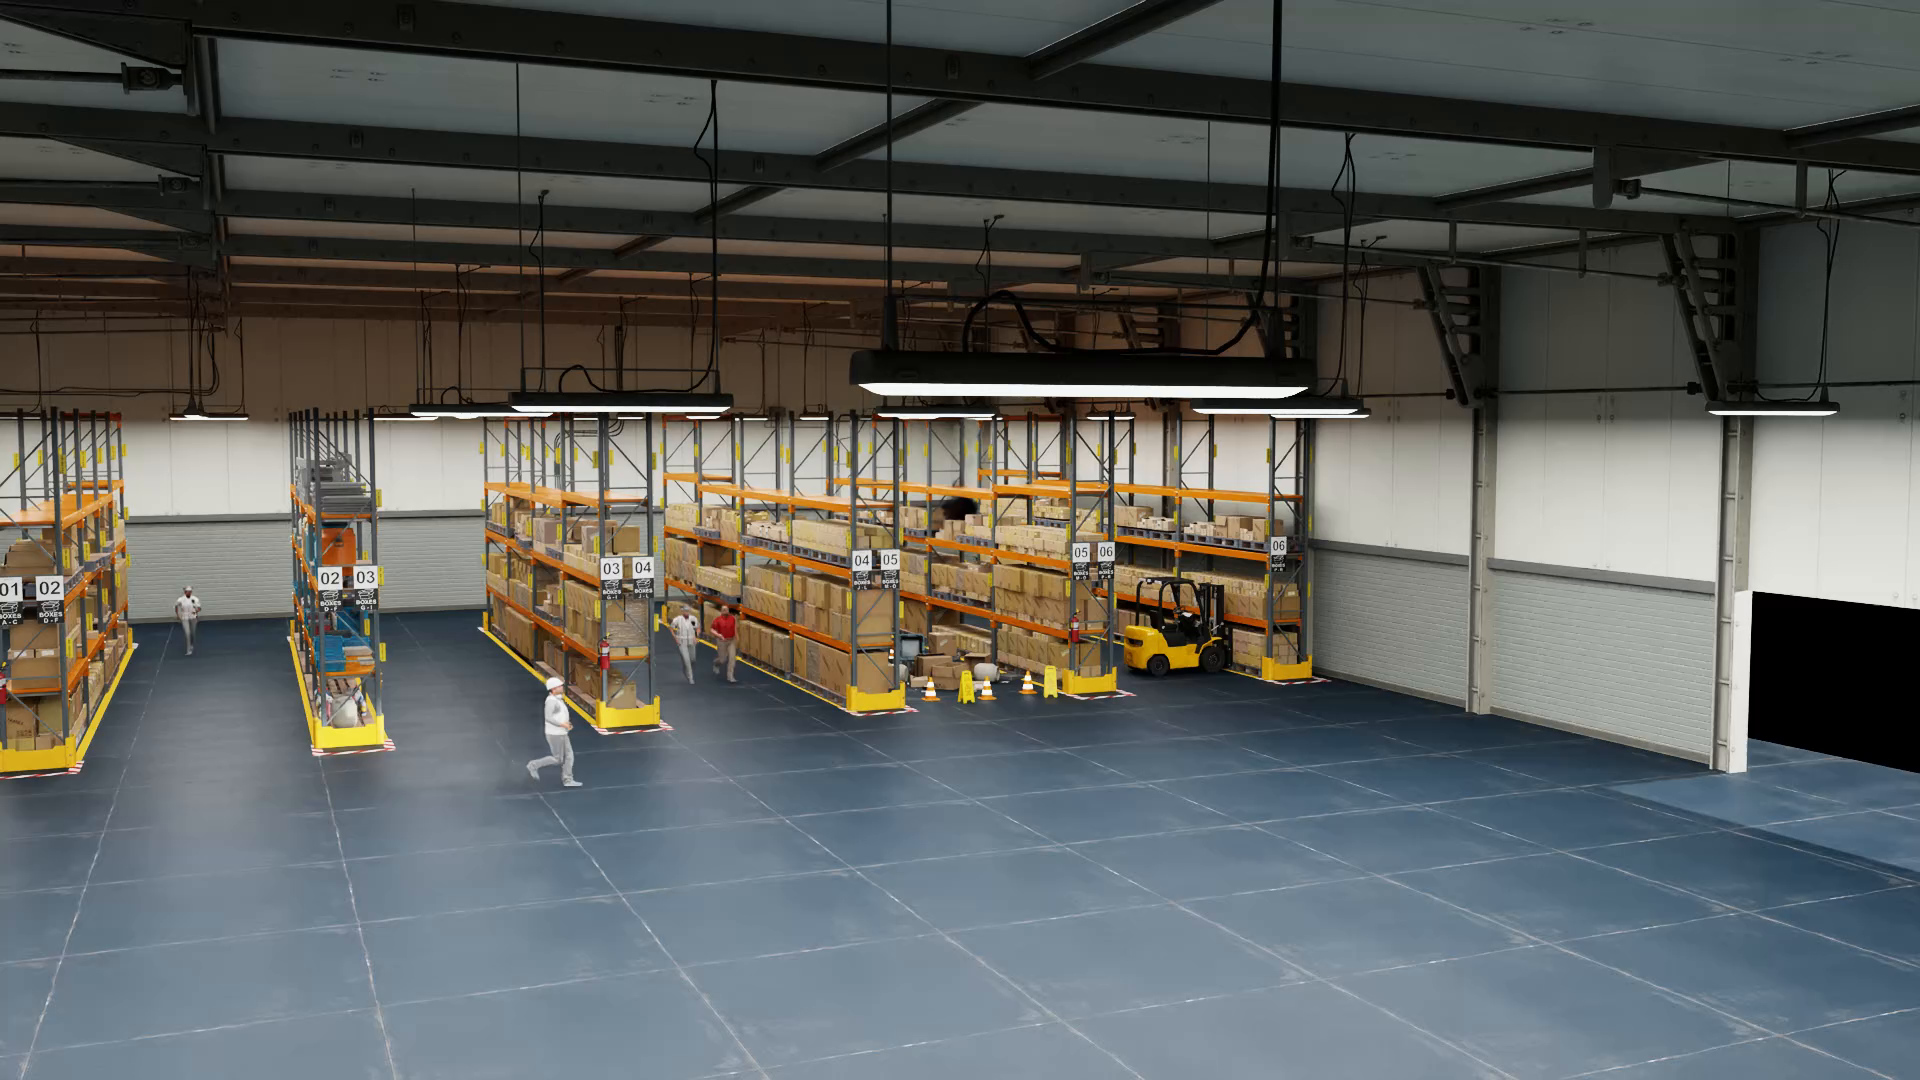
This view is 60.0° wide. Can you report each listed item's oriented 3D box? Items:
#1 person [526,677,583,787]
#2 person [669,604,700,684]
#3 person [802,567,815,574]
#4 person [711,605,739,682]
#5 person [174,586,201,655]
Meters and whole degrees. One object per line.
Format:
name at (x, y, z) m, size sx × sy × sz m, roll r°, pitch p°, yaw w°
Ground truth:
person at (-6.368, 3.030, 26.122) m, size 0.857 × 1.756 × 0.663 m, roll 0°, pitch 4°, yaw -3°
person at (-6.072, 2.283, 36.845) m, size 0.688 × 1.767 × 0.733 m, roll -2°, pitch 4°, yaw -24°
person at (-4.642, 1.385, 50.643) m, size 0.769 × 1.636 × 0.607 m, roll -2°, pitch 5°, yaw -29°
person at (-5.202, 2.290, 37.009) m, size 0.678 × 1.692 × 0.917 m, roll -2°, pitch 5°, yaw -31°
person at (-19.184, 1.975, 41.355) m, size 0.595 × 1.698 × 0.827 m, roll -3°, pitch 5°, yaw -32°
